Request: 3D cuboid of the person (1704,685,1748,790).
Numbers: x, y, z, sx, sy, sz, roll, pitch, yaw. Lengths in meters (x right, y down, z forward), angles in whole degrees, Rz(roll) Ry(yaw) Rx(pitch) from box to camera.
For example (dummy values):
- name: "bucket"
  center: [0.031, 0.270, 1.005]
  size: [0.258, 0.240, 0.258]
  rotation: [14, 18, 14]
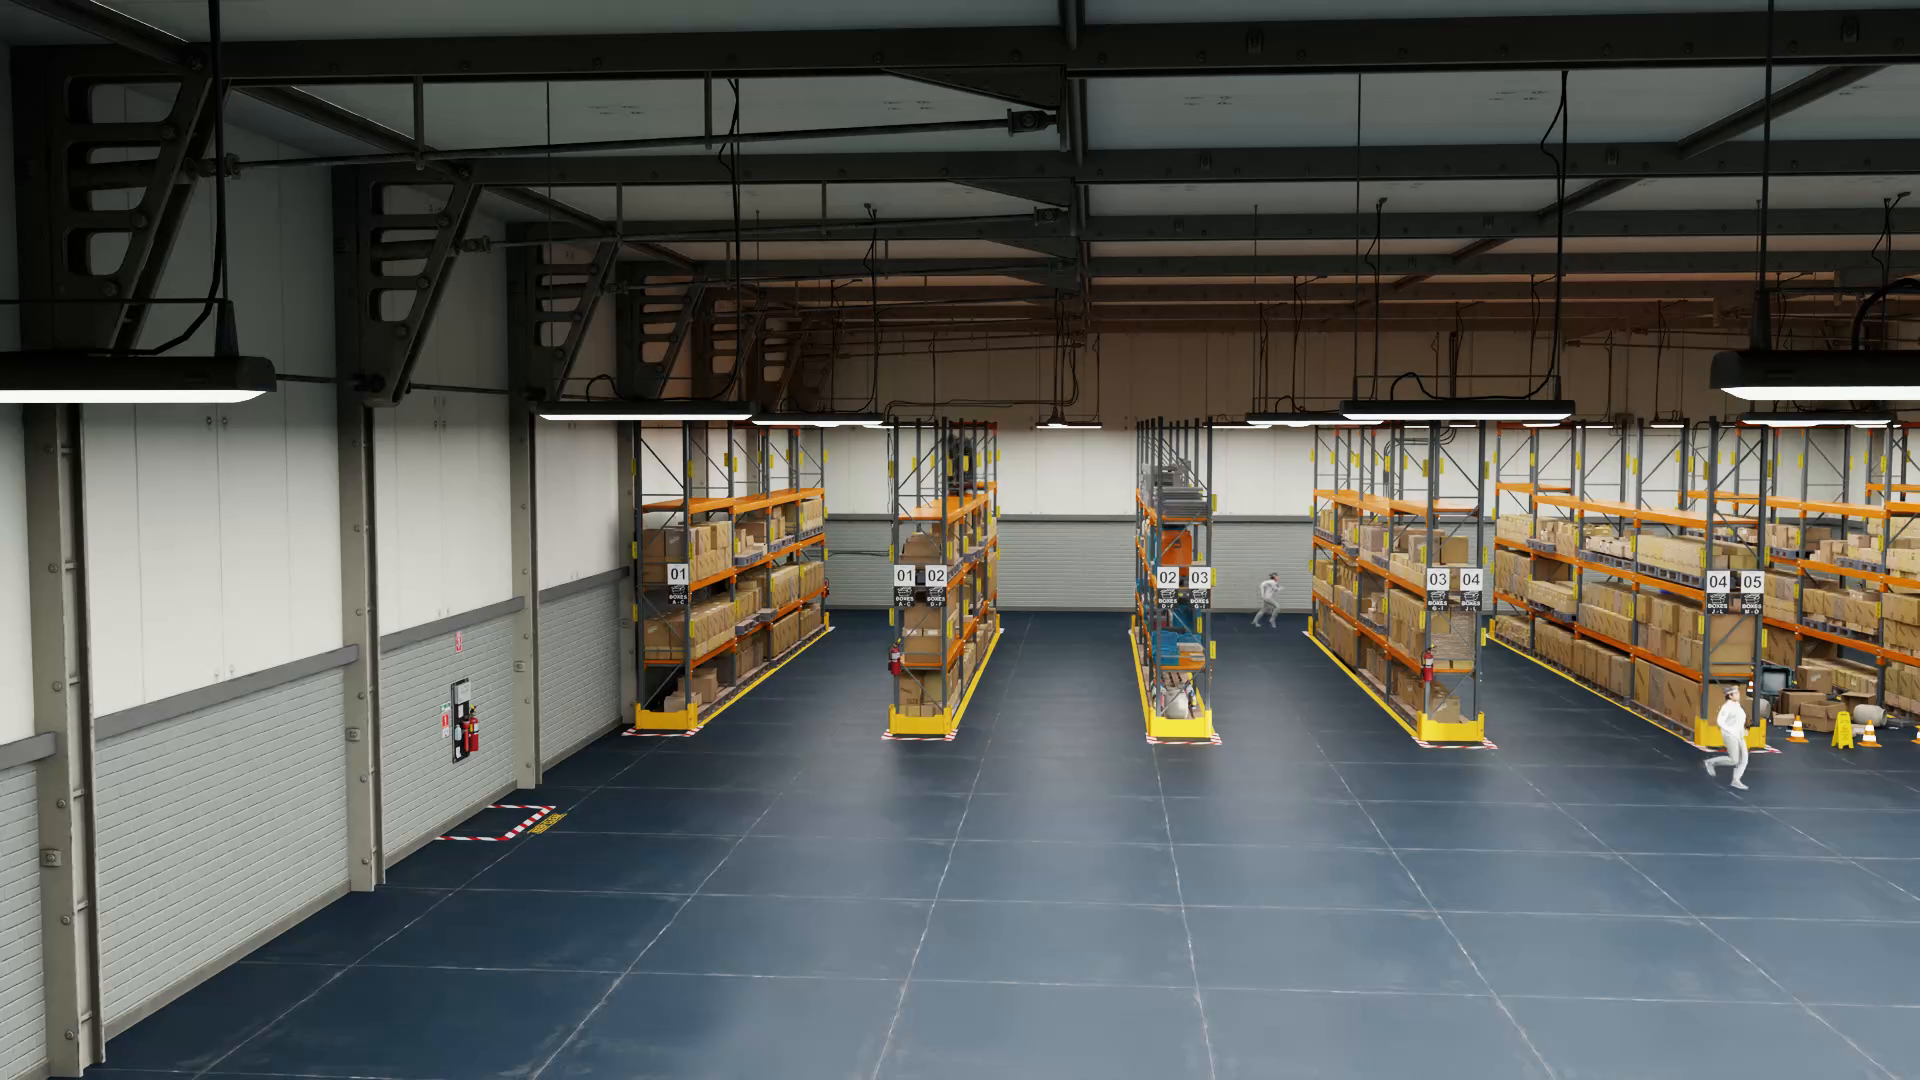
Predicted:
- name: "person"
  center: [12.416, 3.155, 26.815]
  size: [0.633, 1.671, 0.692]
  rotation: [-3, 5, -39]

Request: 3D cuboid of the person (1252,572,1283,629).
- name: "person"
  center: [8.955, 1.744, 48.342]
  size: [0.866, 1.659, 0.603]
  rotation: [1, 4, 17]

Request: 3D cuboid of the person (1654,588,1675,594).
- name: "person"
  center: [20.013, 1.838, 47.223]
  size: [0.703, 1.691, 0.579]
  rotation: [1, 4, 15]

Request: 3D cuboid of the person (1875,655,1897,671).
- name: "person"
  center: [21.316, 2.408, 38.165]
  size: [0.672, 1.735, 0.814]
  rotation: [0, 4, 0]
